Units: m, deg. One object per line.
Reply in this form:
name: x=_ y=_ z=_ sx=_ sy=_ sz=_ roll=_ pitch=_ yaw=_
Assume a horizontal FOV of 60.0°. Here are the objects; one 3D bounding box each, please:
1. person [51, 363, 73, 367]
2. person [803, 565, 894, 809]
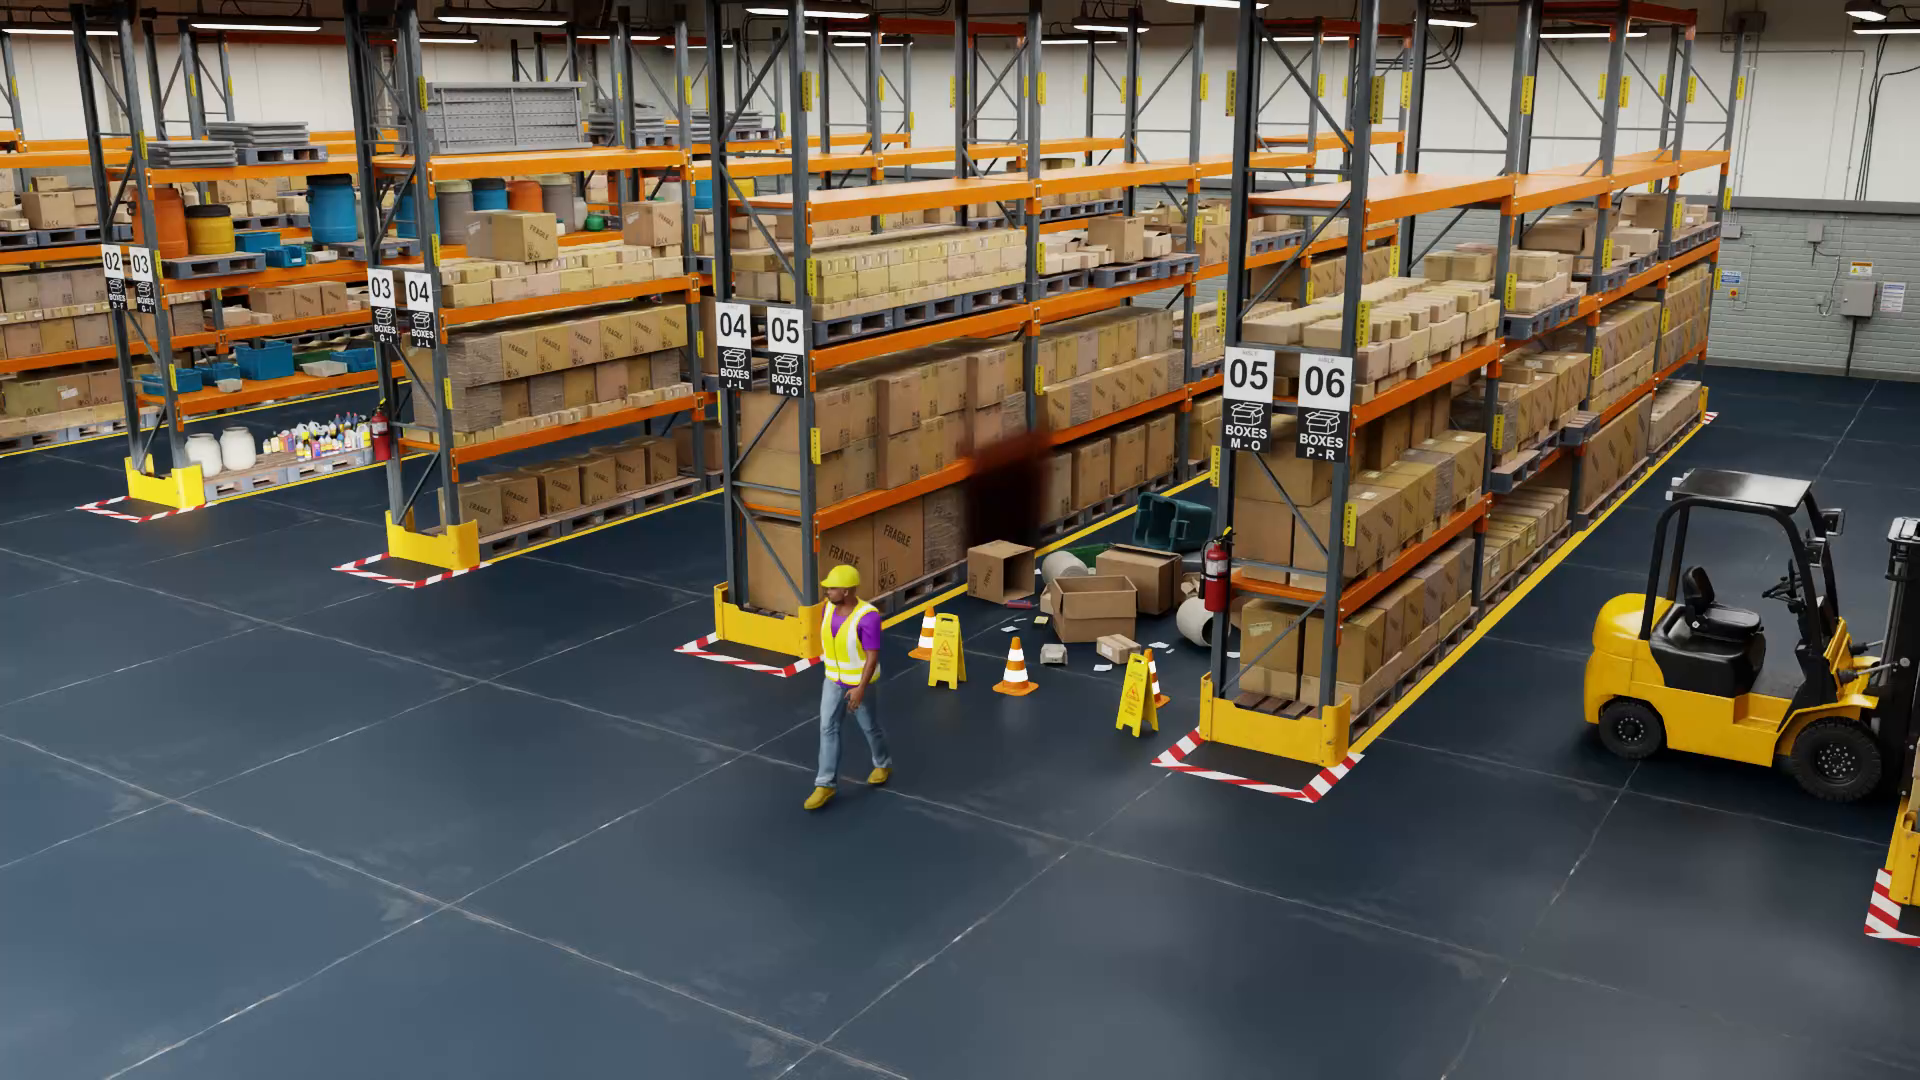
person: x=-14.162 y=-2.820 z=26.301 sx=0.524 sy=1.659 sz=0.627 roll=6 pitch=17 yaw=20
person: x=-0.851 y=1.035 z=12.203 sx=0.598 sy=1.734 sz=0.907 roll=11 pitch=19 yaw=35
